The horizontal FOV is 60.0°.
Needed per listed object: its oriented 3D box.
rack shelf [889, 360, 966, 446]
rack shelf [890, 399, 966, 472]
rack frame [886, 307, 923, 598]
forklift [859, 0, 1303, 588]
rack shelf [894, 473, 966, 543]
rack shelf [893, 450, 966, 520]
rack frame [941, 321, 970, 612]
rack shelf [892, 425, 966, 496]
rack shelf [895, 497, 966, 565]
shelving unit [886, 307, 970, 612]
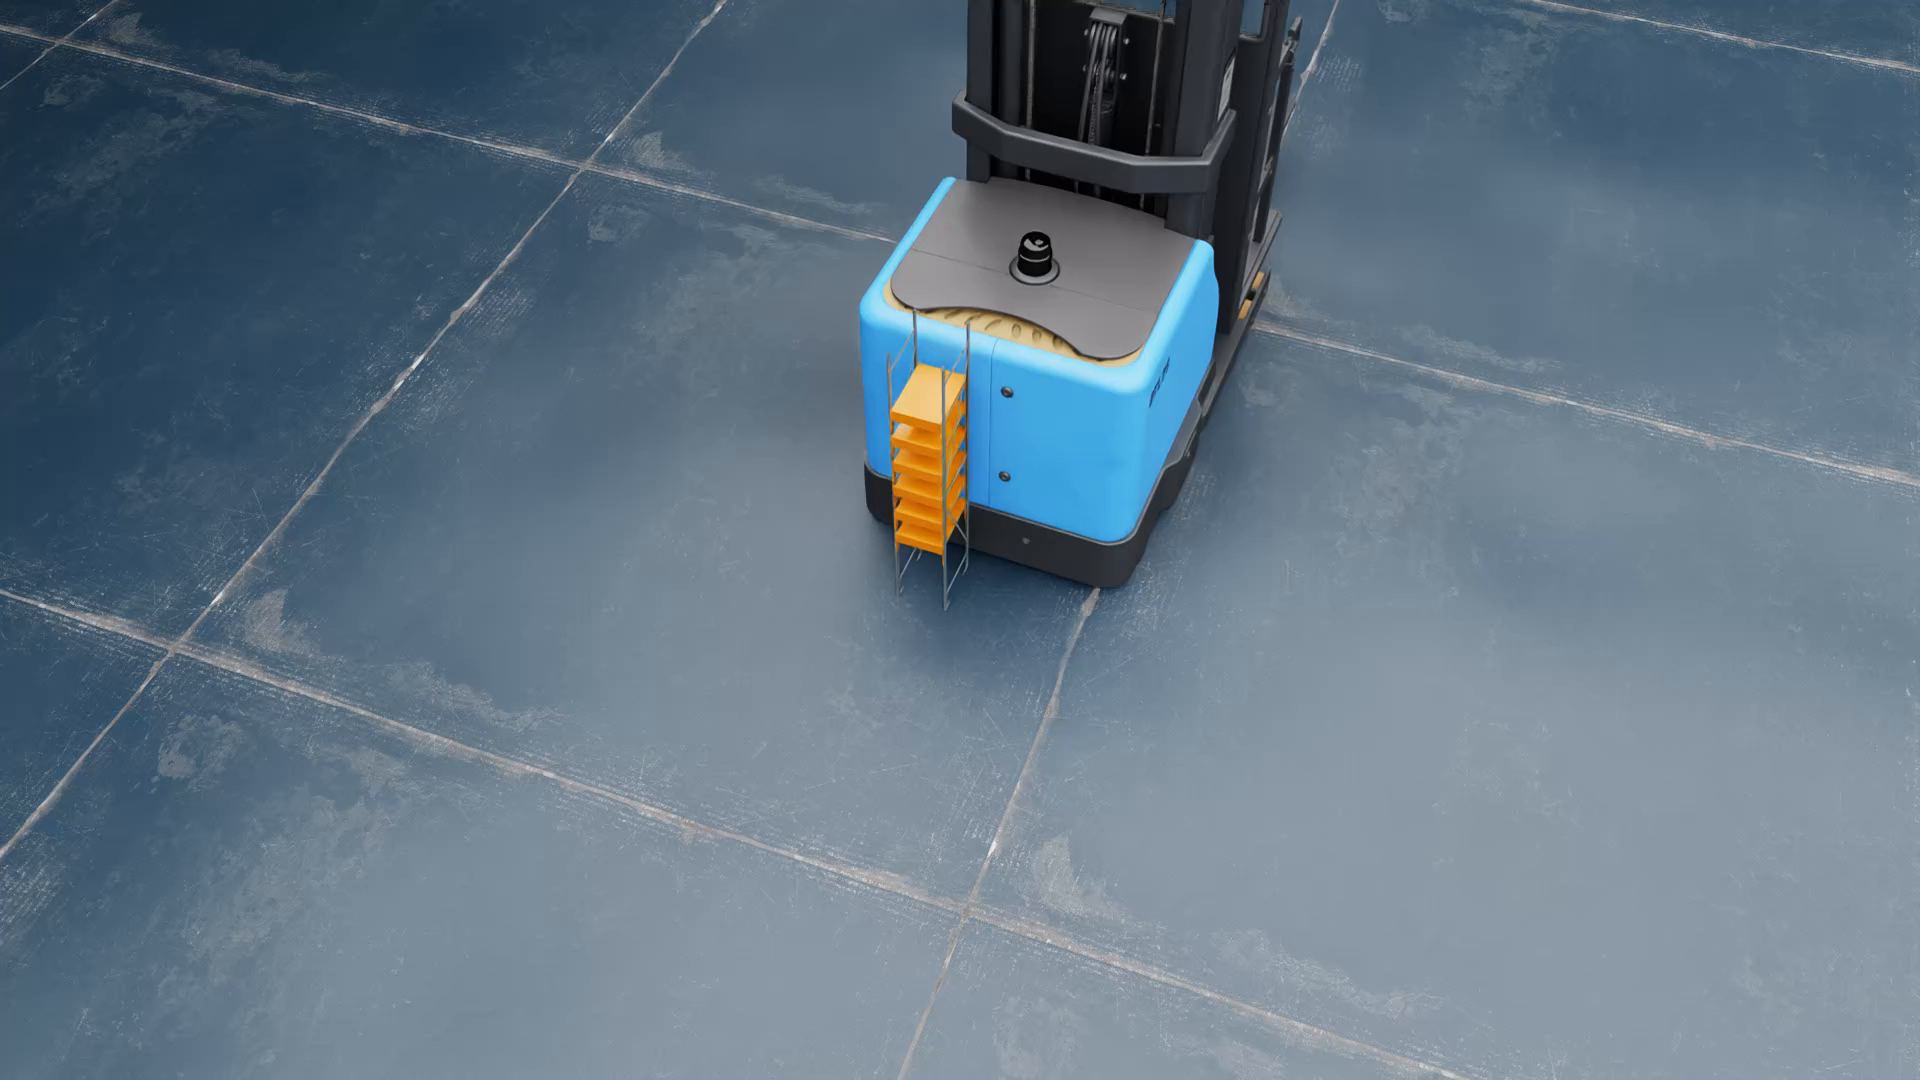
[{"bbox_3d":[-0.098,-0.448,5.427,0.180,0.103,0.258,16,51,14],"label":"rack shelf"},{"bbox_3d":[-0.098,-0.369,5.517,0.180,0.103,0.258,16,51,14],"label":"rack shelf"},{"bbox_3d":[-0.184,-0.266,5.686,0.006,1.200,0.240,16,51,14],"label":"rack frame"},{"bbox_3d":[0.674,-1.923,5.977,1.130,2.935,3.031,17,51,14],"label":"forklift"},{"bbox_3d":[-0.098,-0.133,5.789,0.180,0.103,0.258,16,51,14],"label":"rack shelf"},{"bbox_3d":[-0.098,-0.212,5.699,0.180,0.103,0.258,16,51,14],"label":"rack shelf"},{"bbox_3d":[-0.013,-0.216,5.644,0.006,1.200,0.240,16,51,14],"label":"rack frame"},{"bbox_3d":[-0.098,-0.291,5.608,0.180,0.103,0.258,16,51,14],"label":"rack shelf"},{"bbox_3d":[-0.098,-0.055,5.880,0.180,0.103,0.258,16,51,14],"label":"rack shelf"},{"bbox_3d":[-0.098,-0.241,5.665,0.189,1.200,0.258,16,51,14],"label":"shelving unit"}]
